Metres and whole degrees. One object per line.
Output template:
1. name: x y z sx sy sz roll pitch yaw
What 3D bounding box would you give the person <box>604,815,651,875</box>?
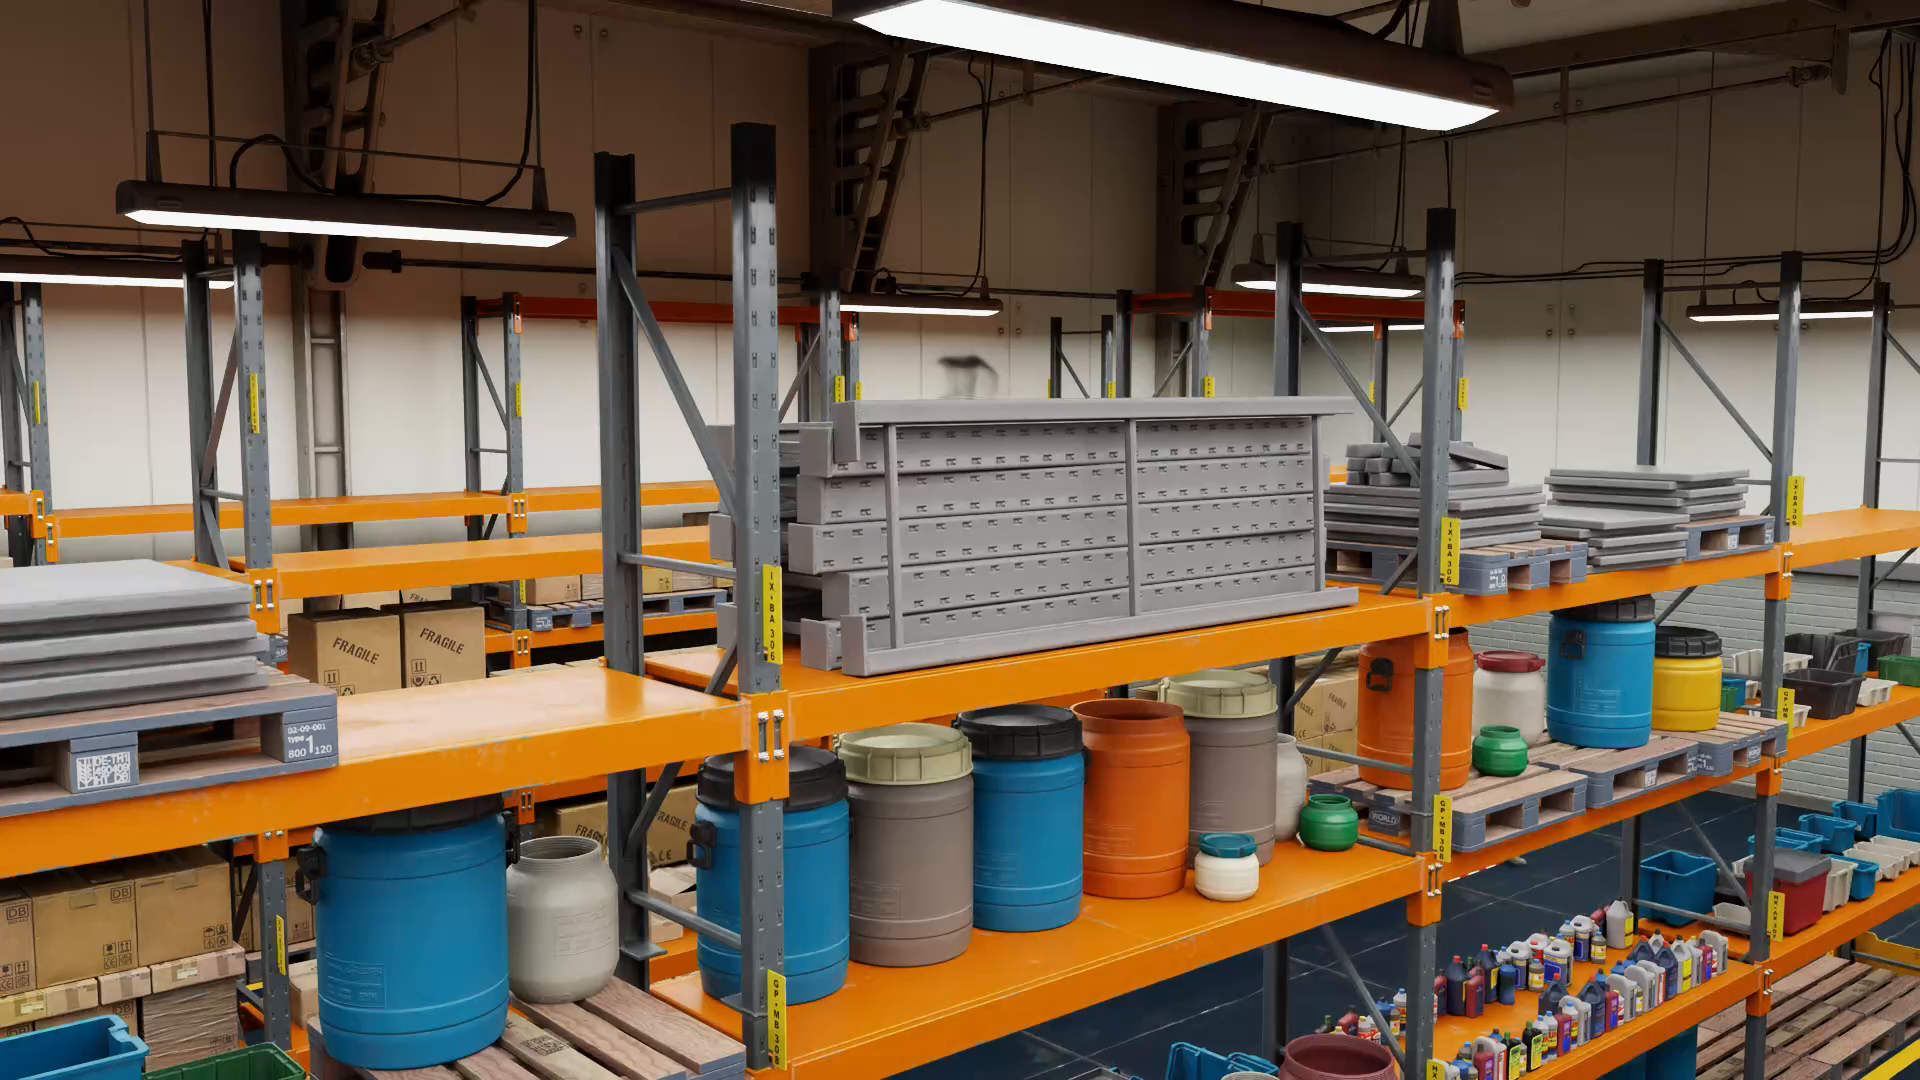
1. person: -2.788 3.055 13.915 0.602 1.608 0.677 4 6 33

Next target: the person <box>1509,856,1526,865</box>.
1. person: 5.878 2.627 17.914 0.699 1.708 0.564 -2 6 -24
